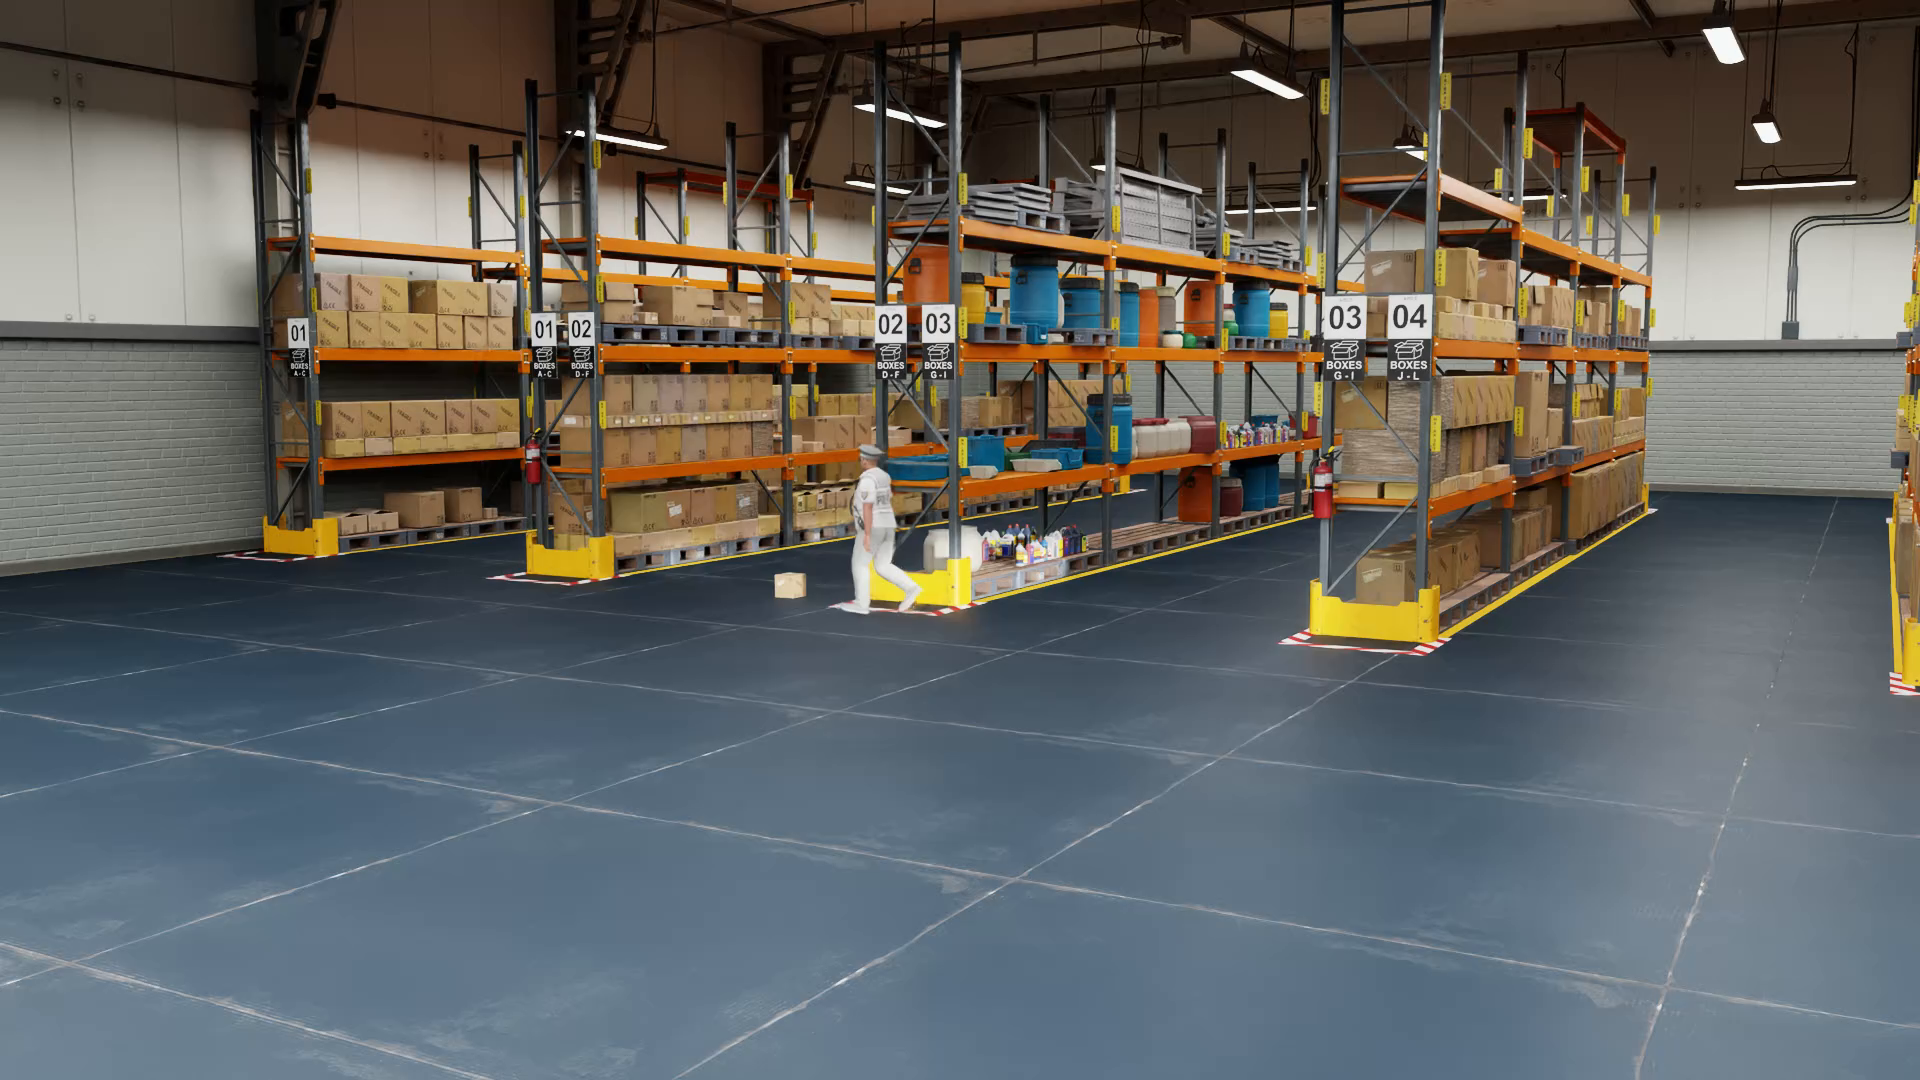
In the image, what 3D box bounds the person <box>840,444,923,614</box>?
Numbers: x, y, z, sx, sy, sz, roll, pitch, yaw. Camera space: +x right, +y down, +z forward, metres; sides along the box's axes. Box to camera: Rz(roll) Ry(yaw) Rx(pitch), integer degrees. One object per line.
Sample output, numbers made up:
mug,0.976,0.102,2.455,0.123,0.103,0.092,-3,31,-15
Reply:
person,-0.805,-0.106,17.043,0.854,1.741,0.591,3,7,28
